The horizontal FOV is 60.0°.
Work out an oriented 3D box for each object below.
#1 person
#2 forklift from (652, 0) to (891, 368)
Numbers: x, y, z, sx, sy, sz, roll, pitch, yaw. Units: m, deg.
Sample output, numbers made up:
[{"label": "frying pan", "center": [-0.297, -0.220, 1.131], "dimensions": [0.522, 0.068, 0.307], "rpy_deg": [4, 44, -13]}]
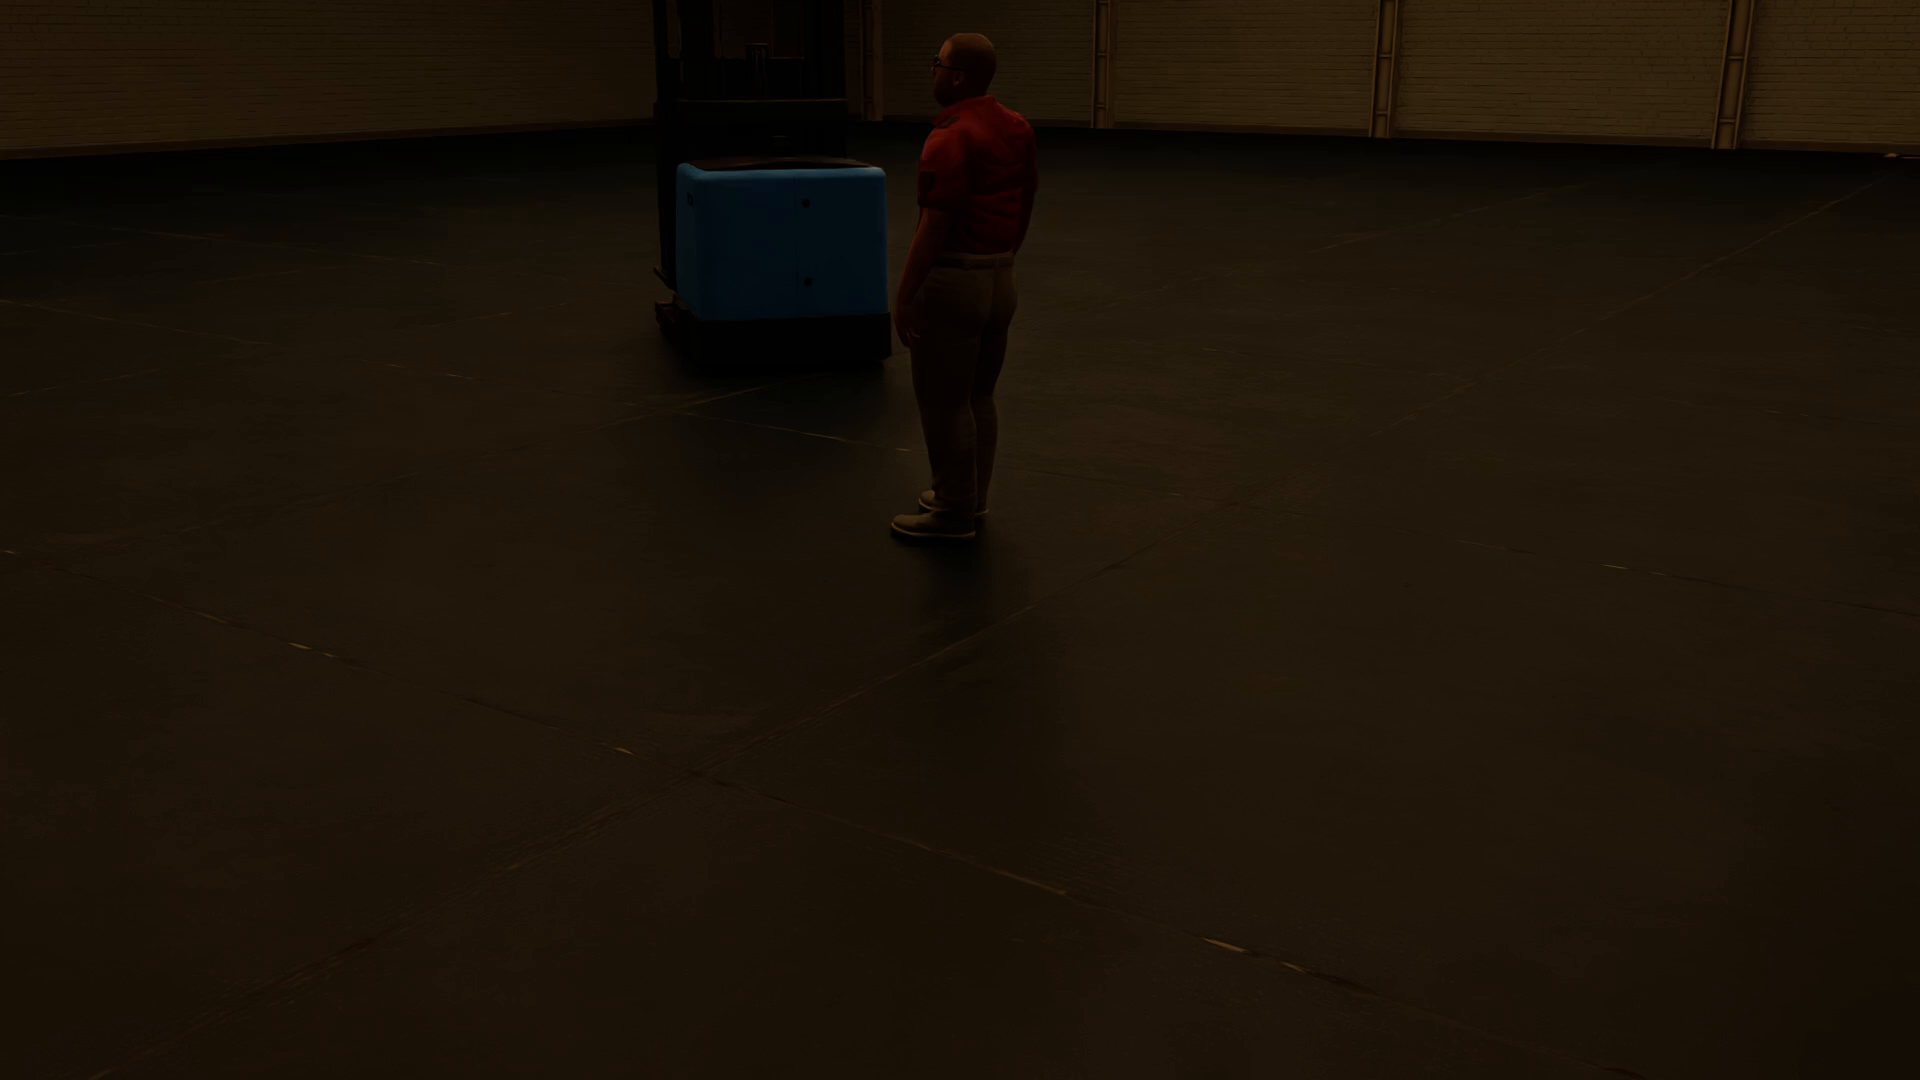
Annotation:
[{"label": "person", "center": [-0.068, -0.853, 5.756], "dimensions": [0.550, 1.727, 0.642], "rpy_deg": [11, 20, 33]}, {"label": "forklift", "center": [-1.275, -2.698, 9.857], "dimensions": [1.130, 2.935, 3.031], "rpy_deg": [-5, 17, -15]}]
